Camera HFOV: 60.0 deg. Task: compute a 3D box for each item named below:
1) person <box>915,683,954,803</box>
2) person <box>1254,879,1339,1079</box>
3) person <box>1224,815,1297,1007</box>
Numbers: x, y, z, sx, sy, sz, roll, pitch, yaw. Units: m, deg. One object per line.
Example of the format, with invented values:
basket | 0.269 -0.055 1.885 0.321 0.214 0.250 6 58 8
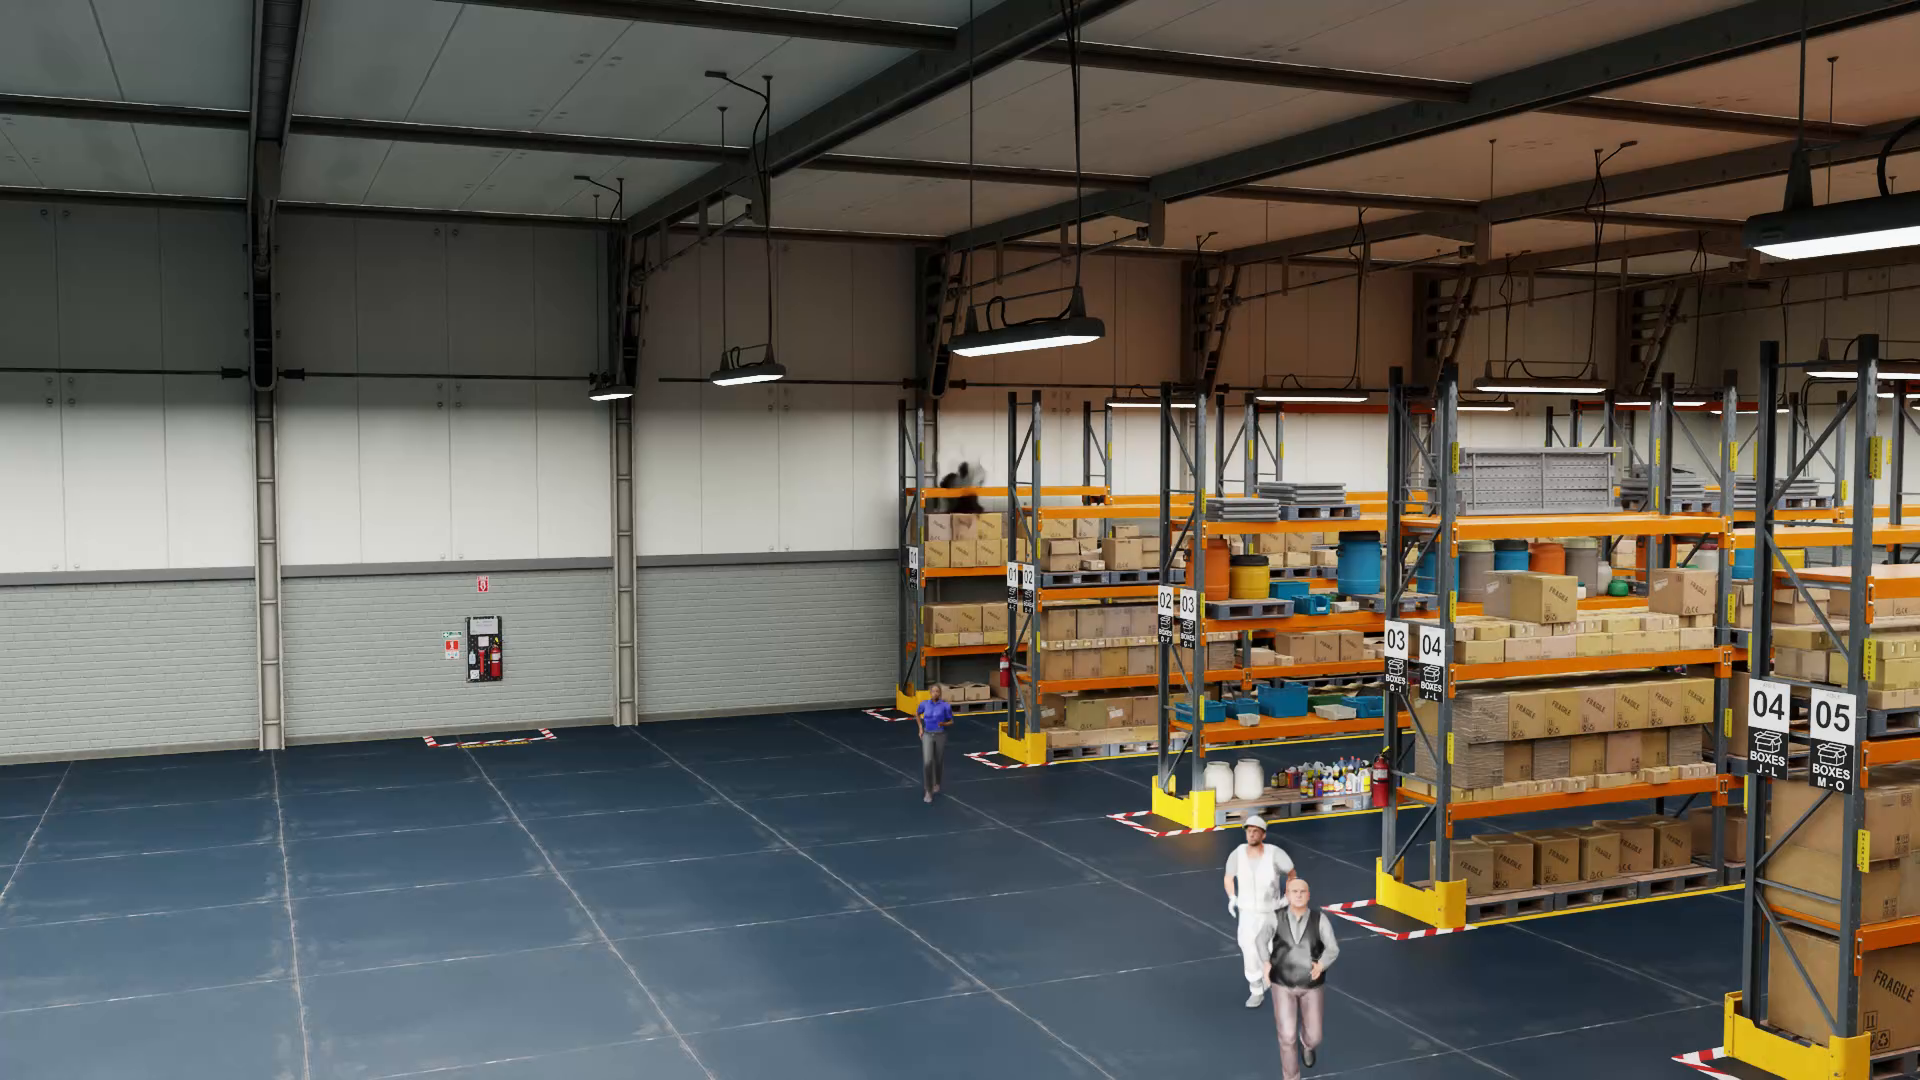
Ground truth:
person | -0.365 2.934 24.113 0.558 1.721 0.747 0 3 -3
person | 2.685 3.545 13.285 0.665 1.681 0.753 1 3 10
person | 2.732 3.400 15.258 0.661 1.745 0.548 1 4 21
